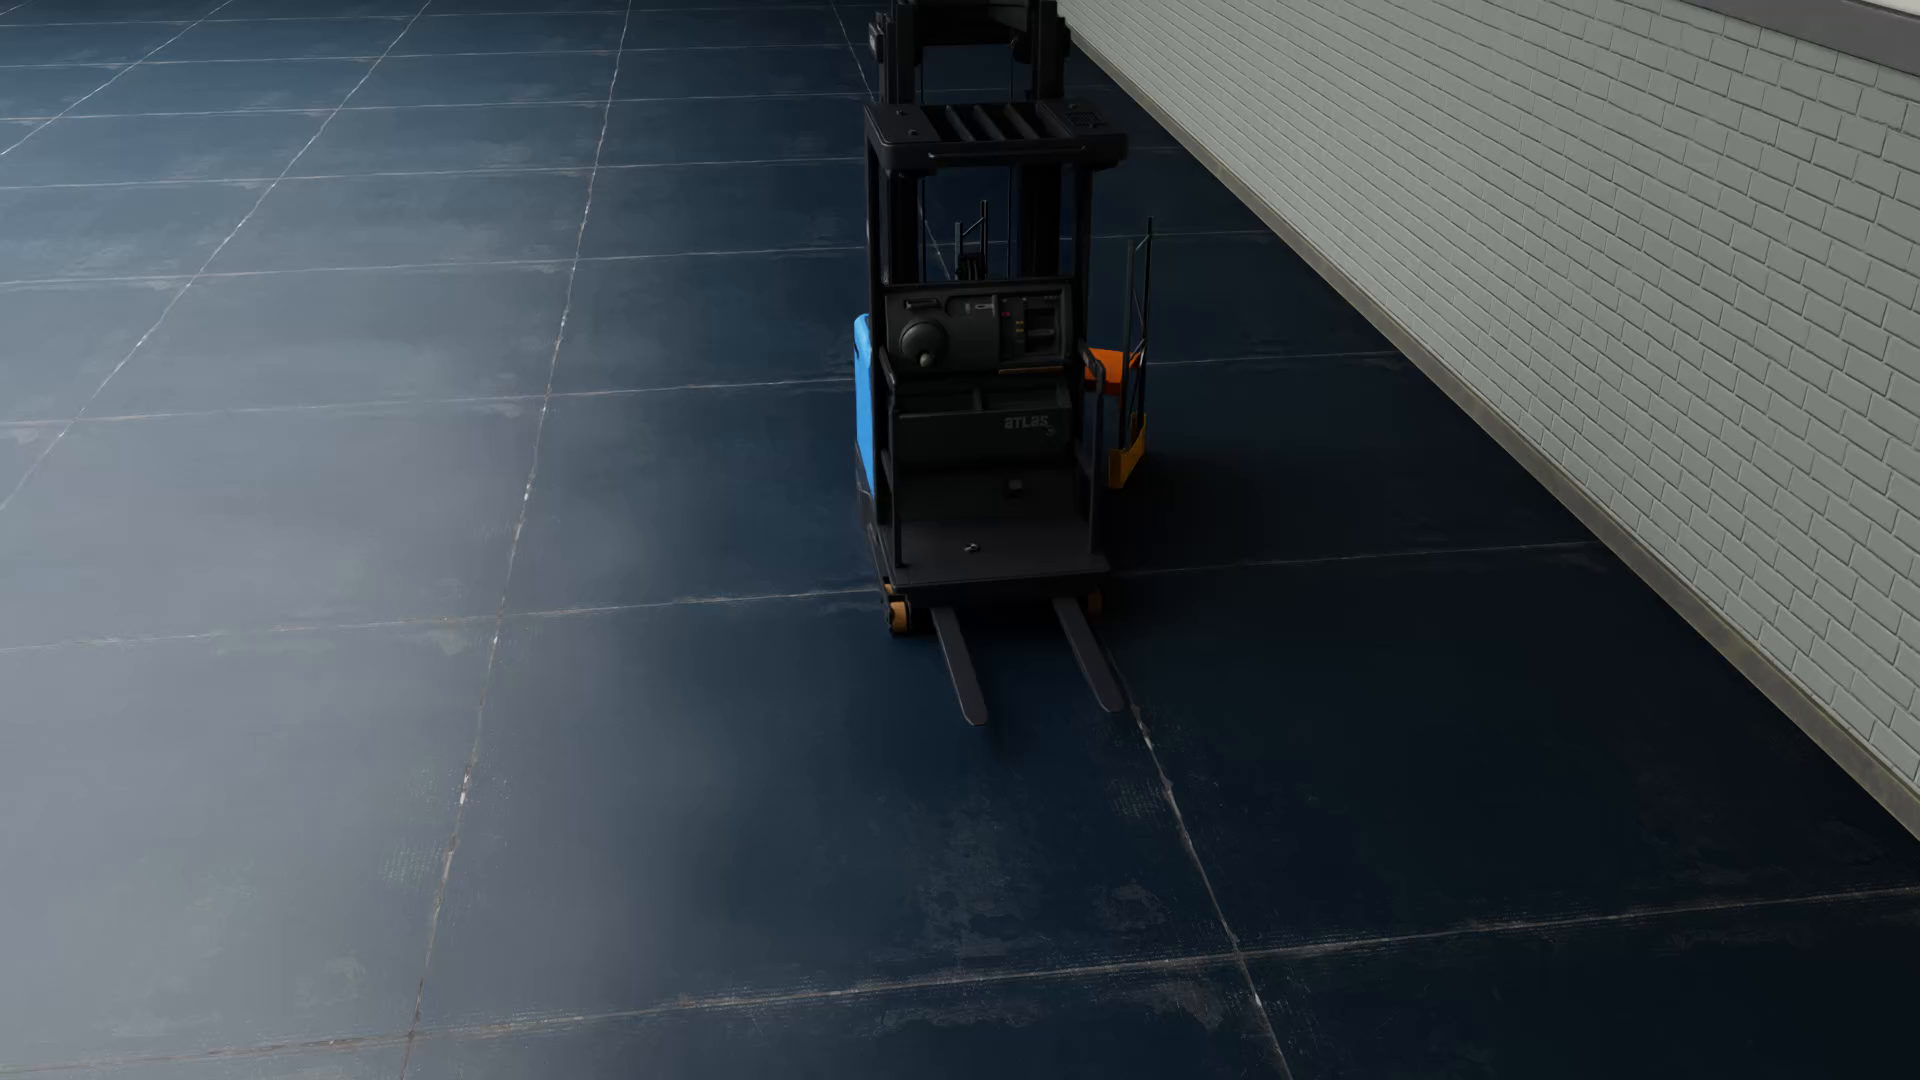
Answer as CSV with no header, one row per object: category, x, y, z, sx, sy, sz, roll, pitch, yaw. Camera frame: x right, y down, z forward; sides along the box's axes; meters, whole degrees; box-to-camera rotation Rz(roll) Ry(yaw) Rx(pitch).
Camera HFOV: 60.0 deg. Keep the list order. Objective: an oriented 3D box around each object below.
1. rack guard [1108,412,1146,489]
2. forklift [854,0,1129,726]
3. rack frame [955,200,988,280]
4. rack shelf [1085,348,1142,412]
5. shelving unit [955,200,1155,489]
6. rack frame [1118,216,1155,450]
rack guard,1.009,-0.543,10.035,0.087,0.250,0.587,9,29,17
forklift,0.135,-1.010,8.007,1.130,2.935,3.031,-4,27,-8
rack frame,0.069,-1.251,10.045,0.032,1.500,0.500,9,29,17
rack shelf,0.548,-1.014,9.977,1.000,0.185,0.538,9,29,17
shelving unit,0.540,-1.175,9.897,1.083,1.500,0.587,9,29,17
rack frame,1.028,-1.097,9.744,0.032,1.500,0.500,9,29,17
